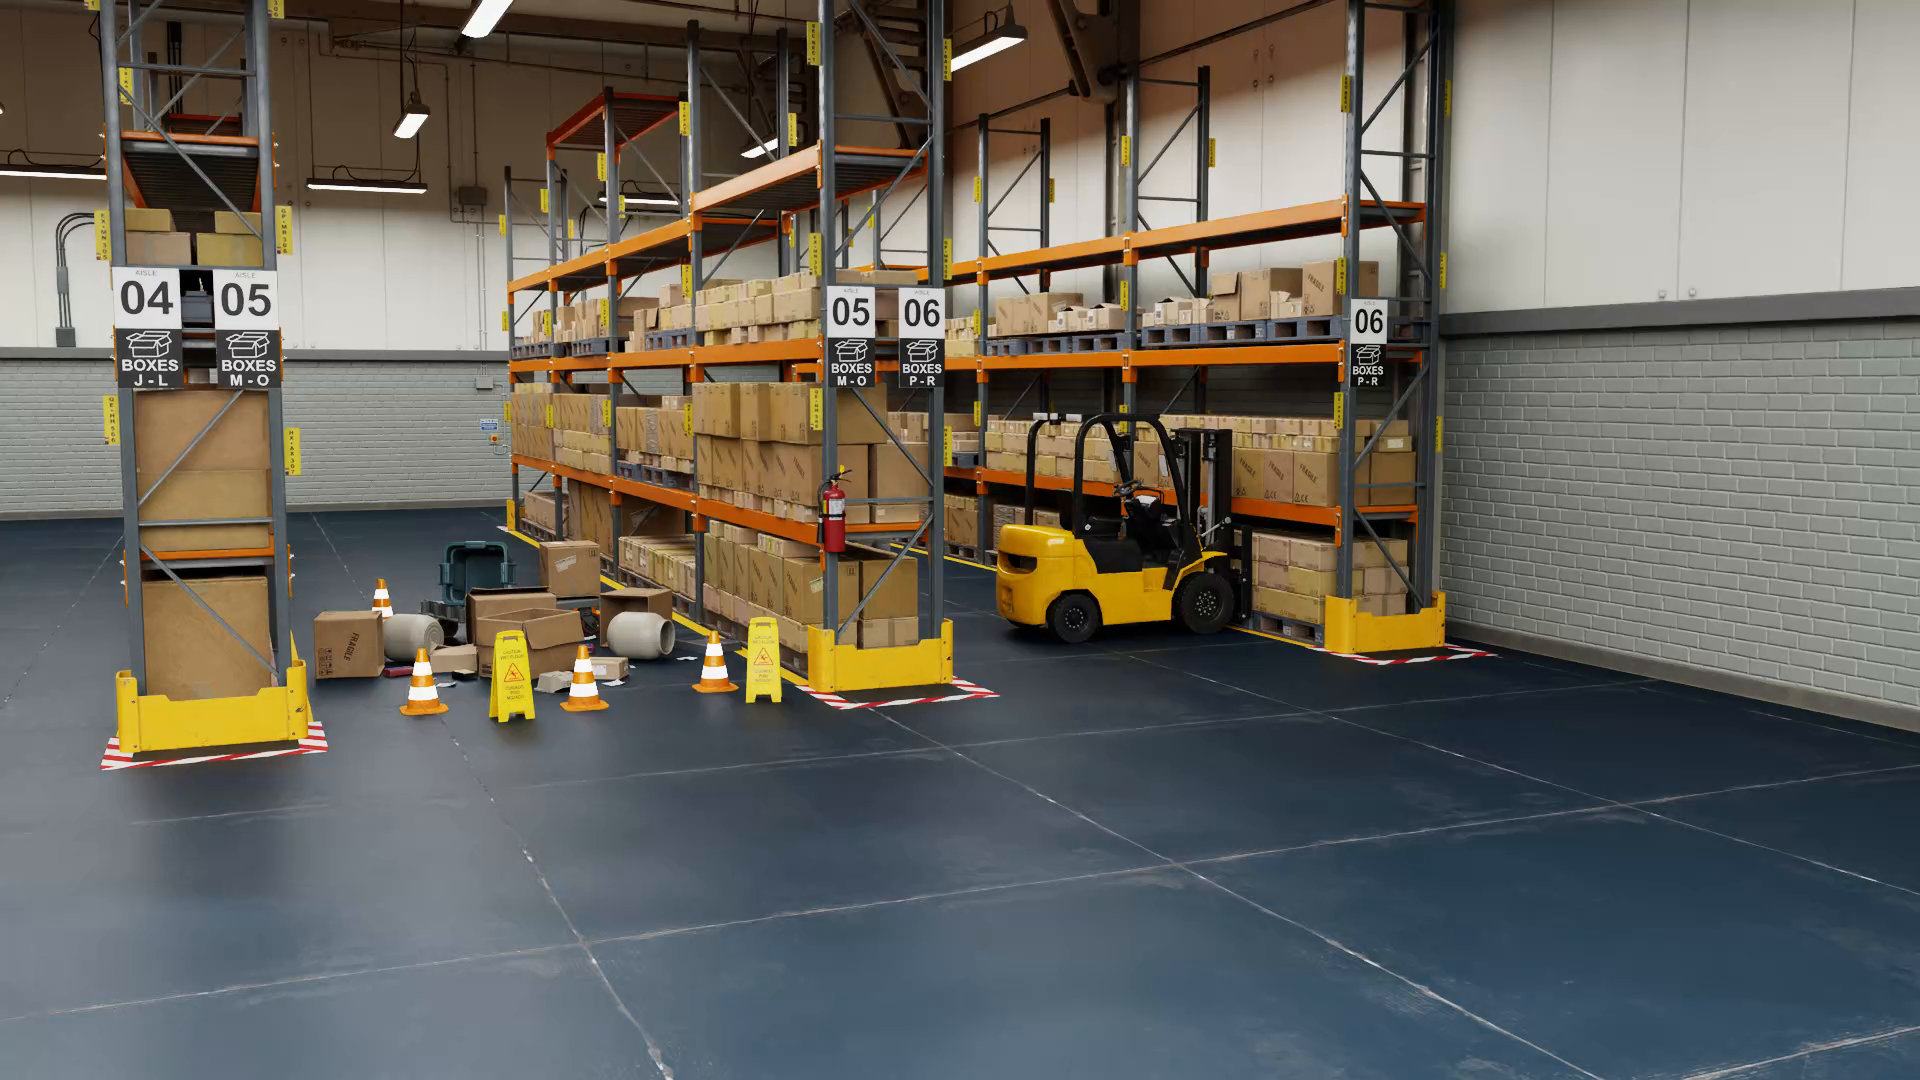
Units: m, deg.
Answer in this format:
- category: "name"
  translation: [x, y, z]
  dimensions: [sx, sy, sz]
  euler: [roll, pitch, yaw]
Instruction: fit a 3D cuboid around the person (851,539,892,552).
- category: "person"
  translation: [-0.956, -0.108, 17.869]
  dimensions: [0.608, 1.748, 0.433]
  euler: [-3, 6, -28]
